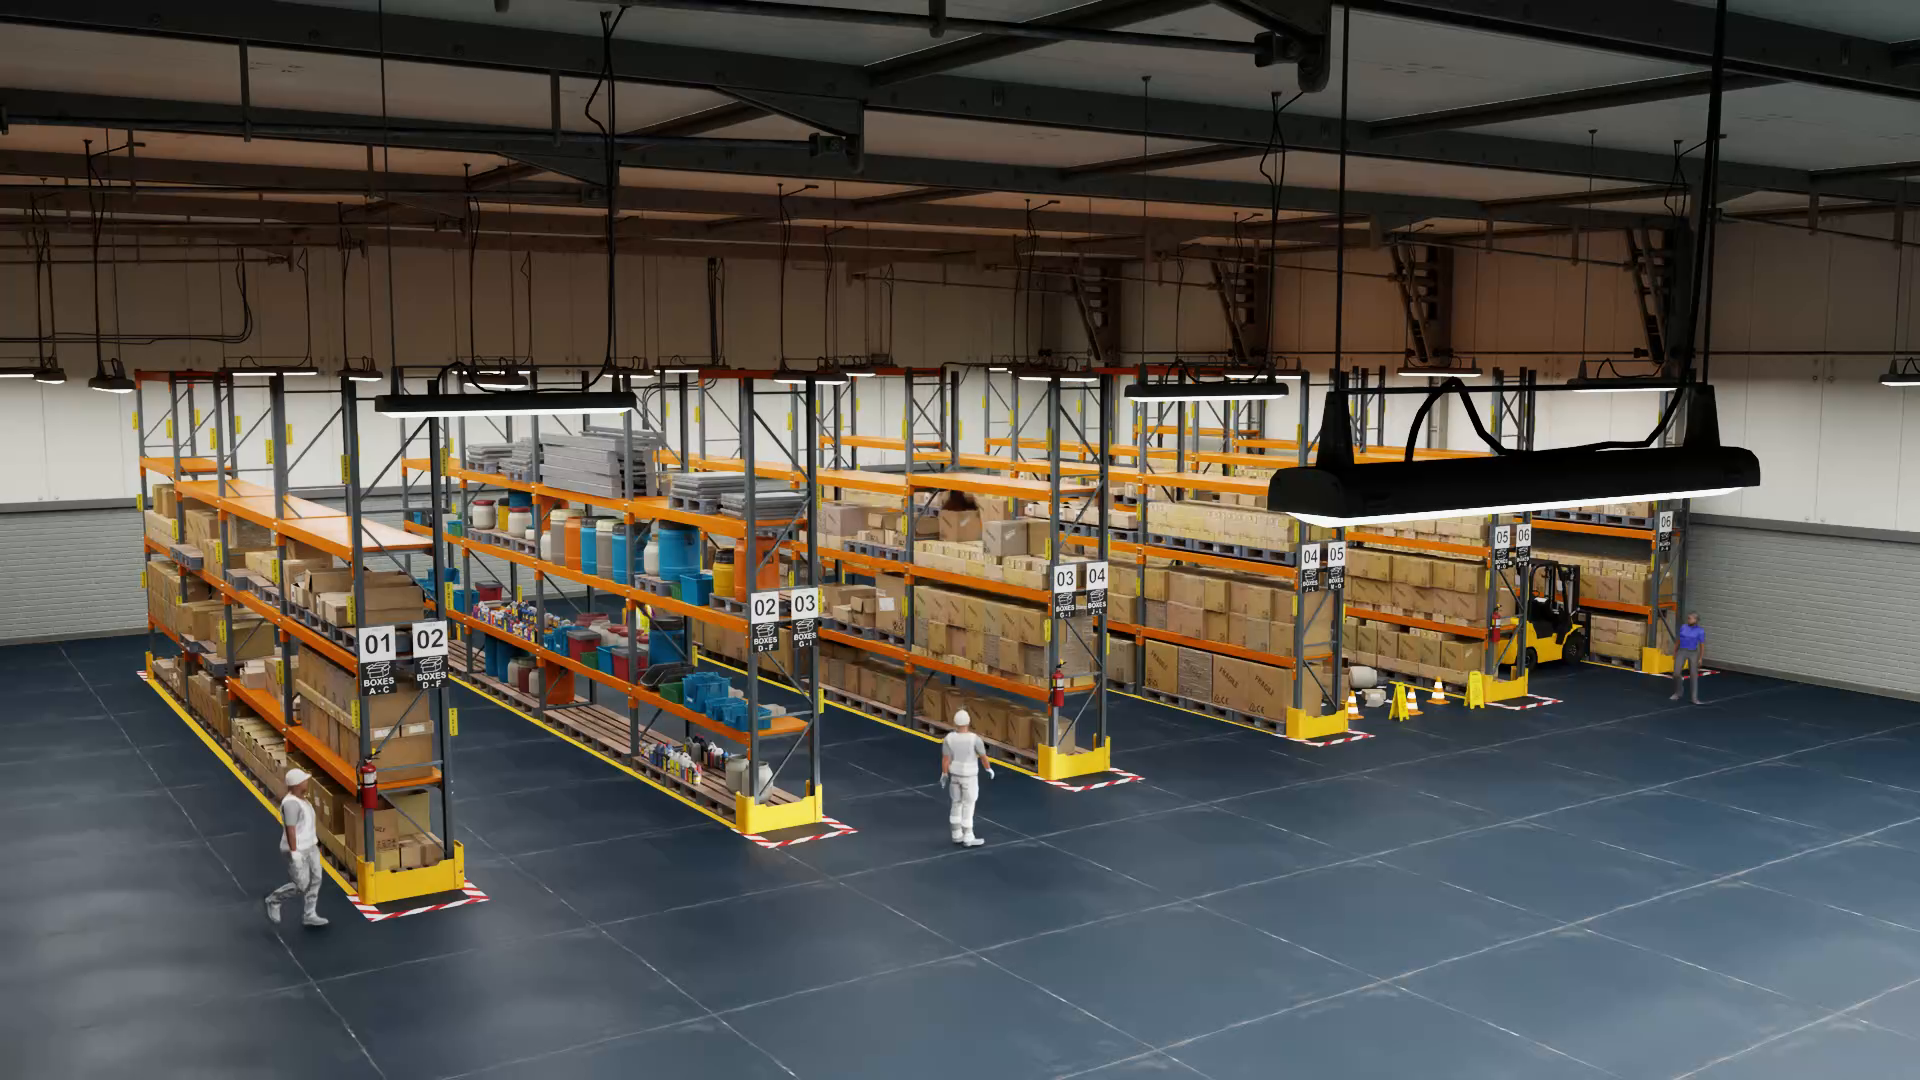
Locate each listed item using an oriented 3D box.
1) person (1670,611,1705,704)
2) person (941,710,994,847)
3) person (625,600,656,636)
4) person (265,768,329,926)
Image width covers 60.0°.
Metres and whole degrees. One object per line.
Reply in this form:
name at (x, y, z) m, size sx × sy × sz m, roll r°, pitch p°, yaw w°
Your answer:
person at (13.179, 2.134, 30.101) m, size 0.551 × 1.679 × 0.393 m, roll 4°, pitch 8°, yaw 31°
person at (0.088, 3.035, 21.391) m, size 0.597 × 1.783 × 0.646 m, roll 5°, pitch 8°, yaw 38°
person at (-6.138, 1.851, 32.211) m, size 0.687 × 1.725 × 1.080 m, roll -5°, pitch 8°, yaw -37°
person at (-7.309, 3.381, 18.302) m, size 0.636 × 1.769 × 0.578 m, roll 1°, pitch 7°, yaw 10°
